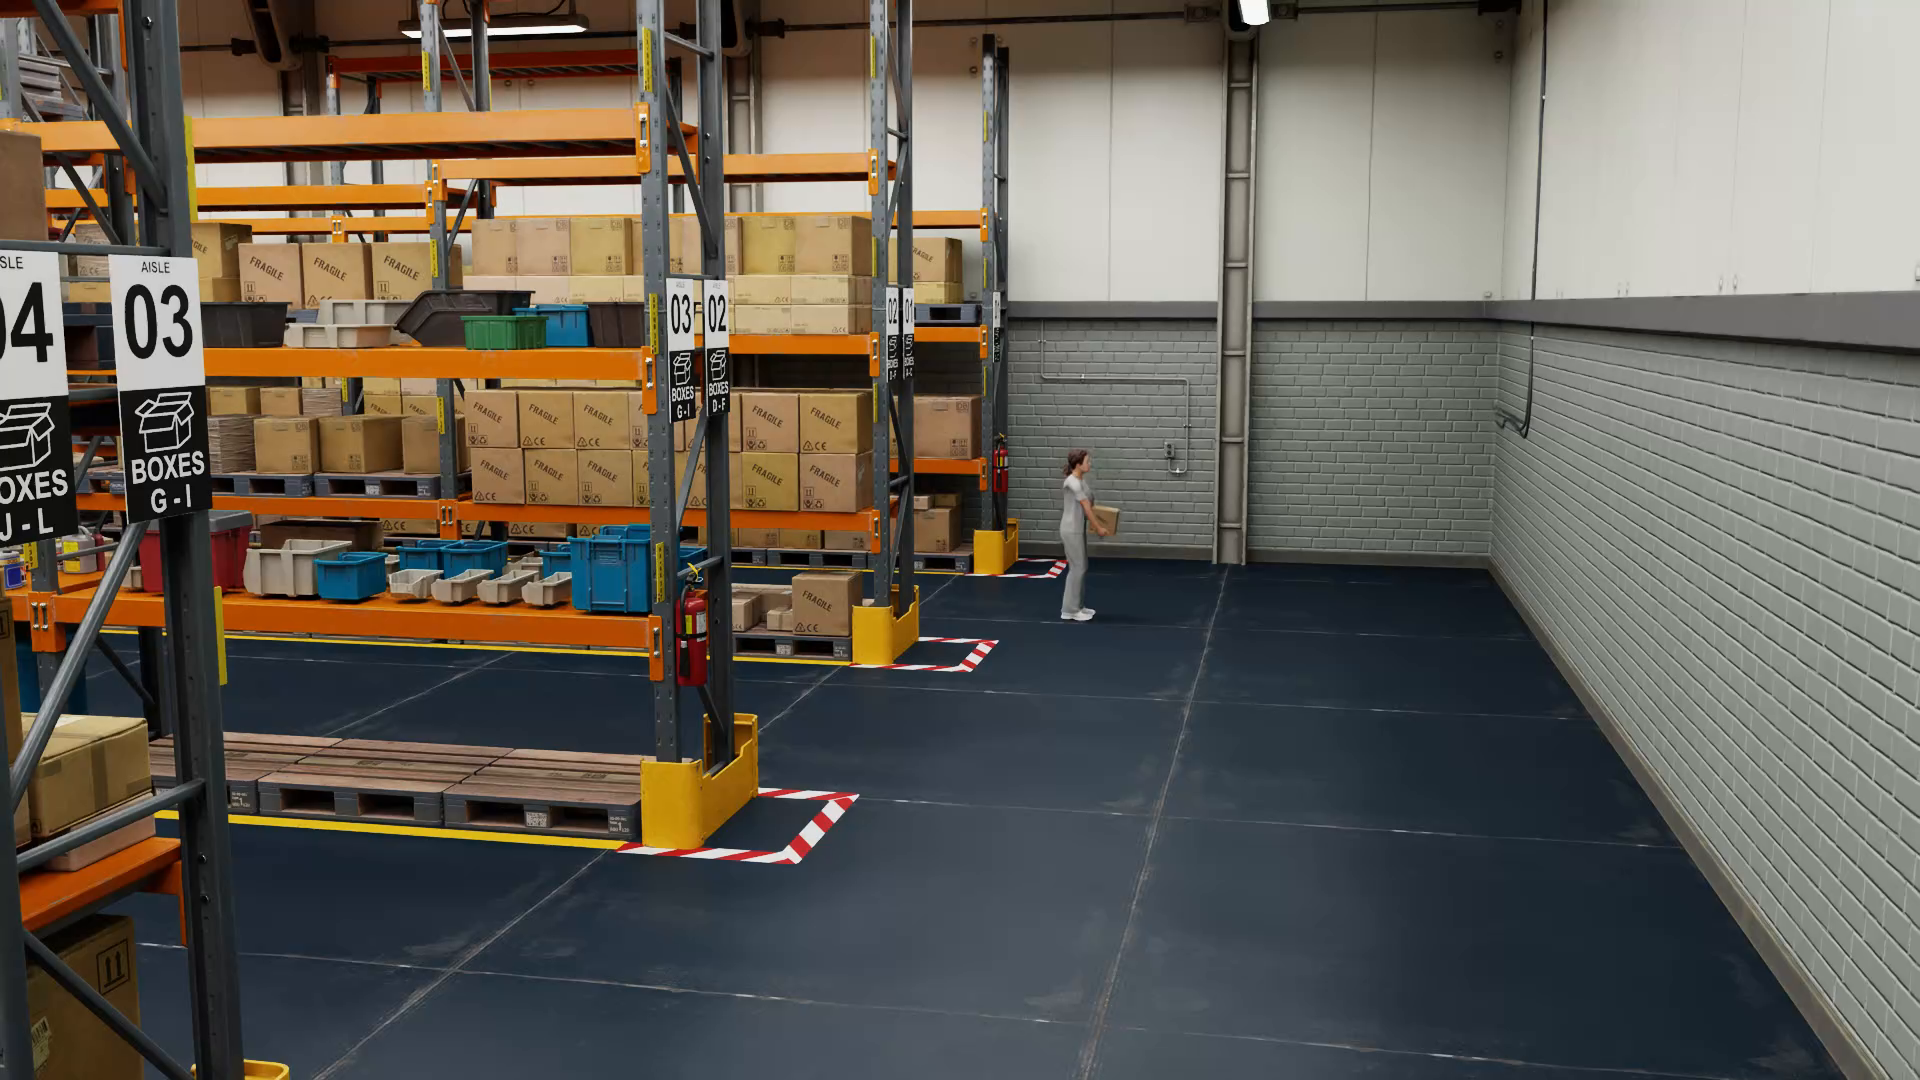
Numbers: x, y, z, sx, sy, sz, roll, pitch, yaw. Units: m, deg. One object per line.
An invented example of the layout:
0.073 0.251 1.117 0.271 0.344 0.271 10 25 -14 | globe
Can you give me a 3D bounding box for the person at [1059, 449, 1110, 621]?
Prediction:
1.230 -0.058 16.280 0.500 1.668 0.411 1 8 10 | person
